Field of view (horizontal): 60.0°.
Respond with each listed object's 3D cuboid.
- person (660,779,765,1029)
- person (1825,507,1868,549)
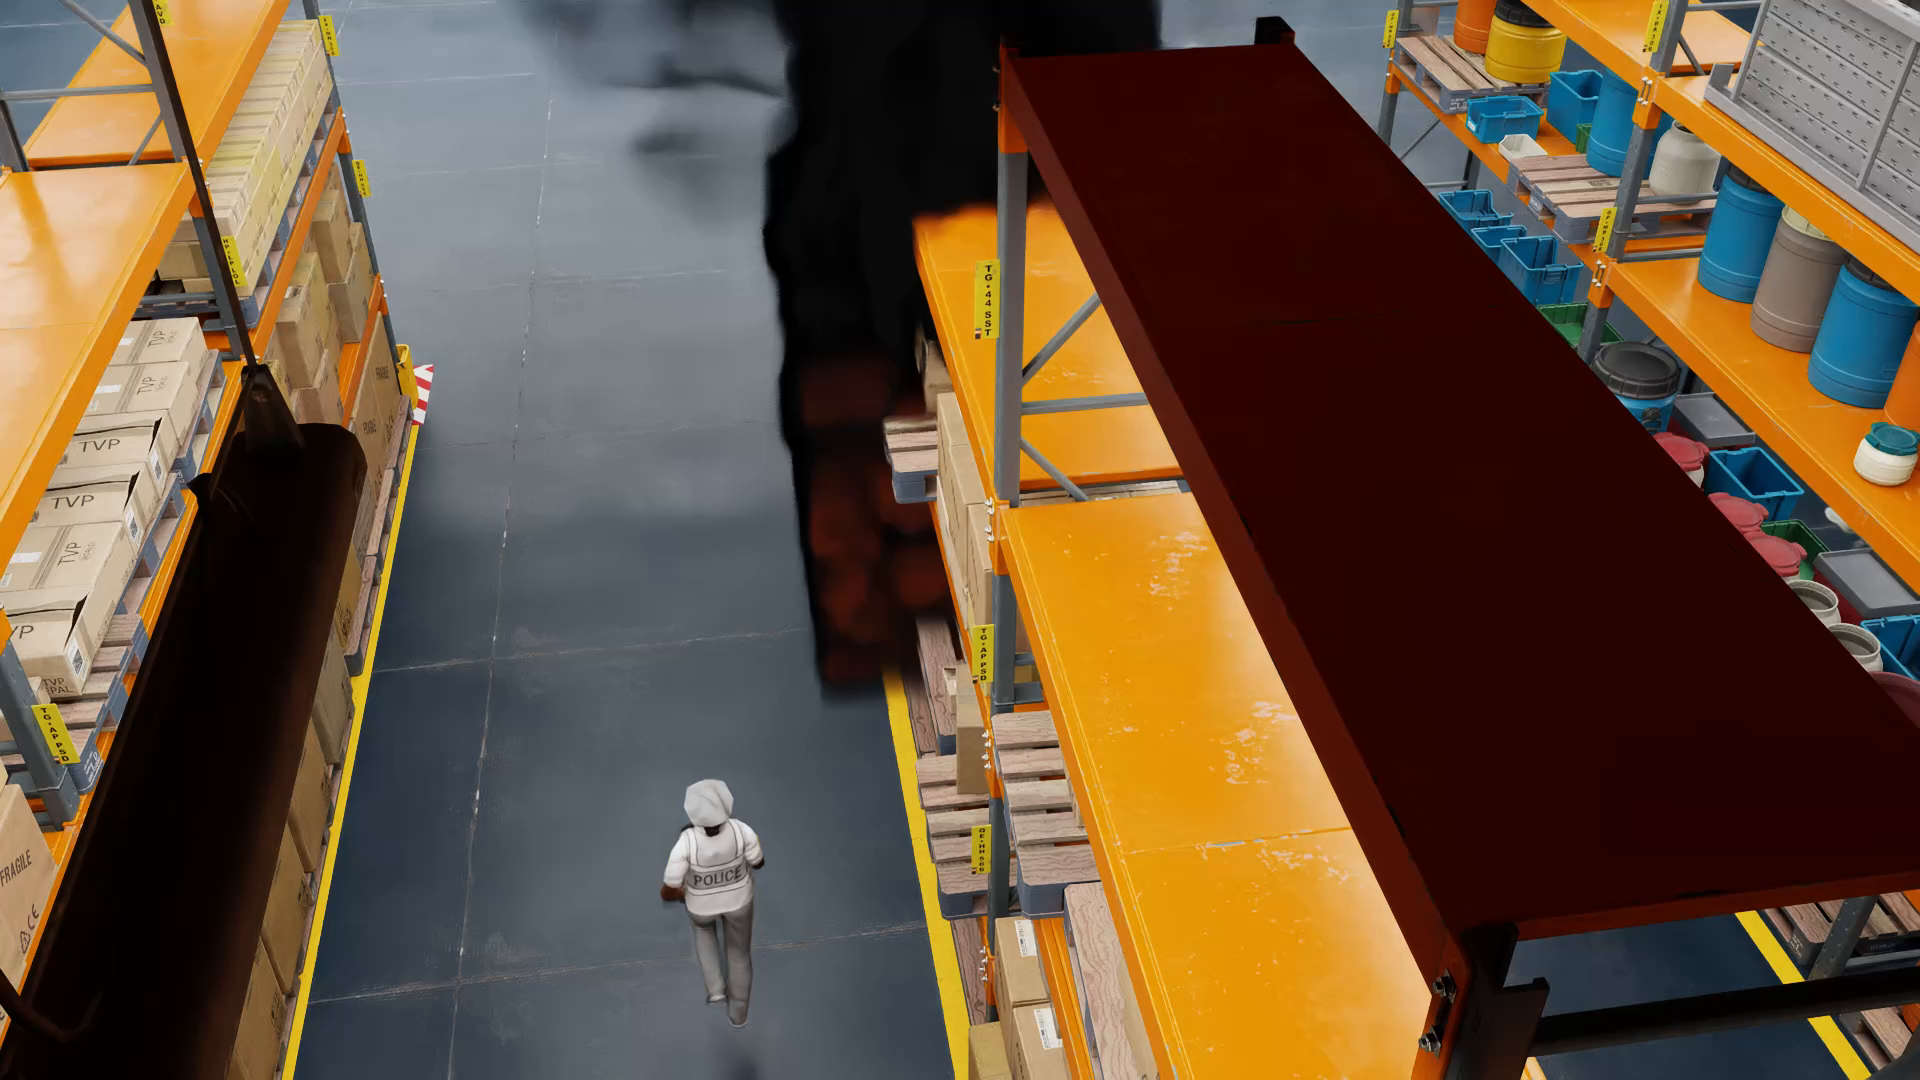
[{"bbox_3d":[-1.322,1.906,8.988,0.555,1.744,0.603,-7,37,-10],"label":"person"},{"bbox_3d":[6.975,-0.740,12.502,0.688,1.750,0.622,-8,37,-11],"label":"person"}]
